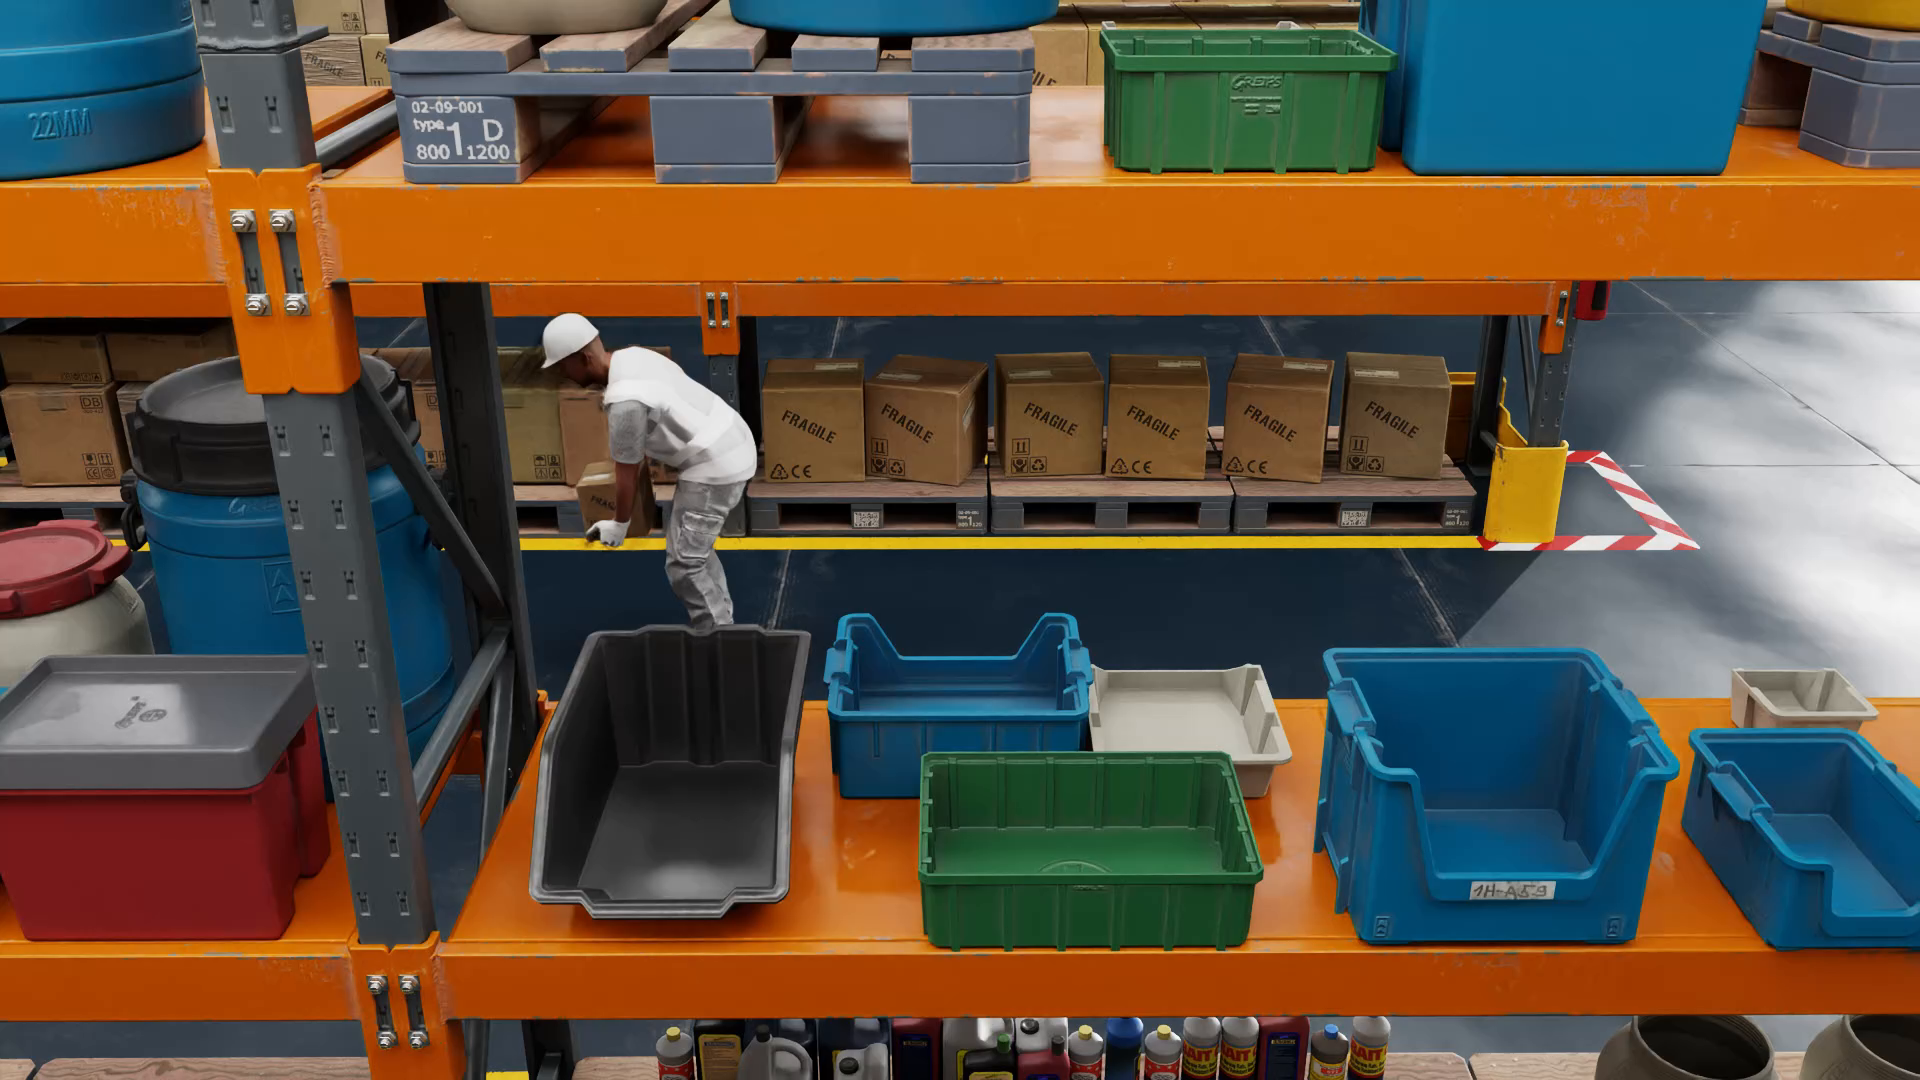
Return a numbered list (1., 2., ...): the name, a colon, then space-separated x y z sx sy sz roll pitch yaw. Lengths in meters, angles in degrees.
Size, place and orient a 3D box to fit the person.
1. person: -1.237 -0.186 6.801 0.824 1.534 0.484 -1 24 -2
